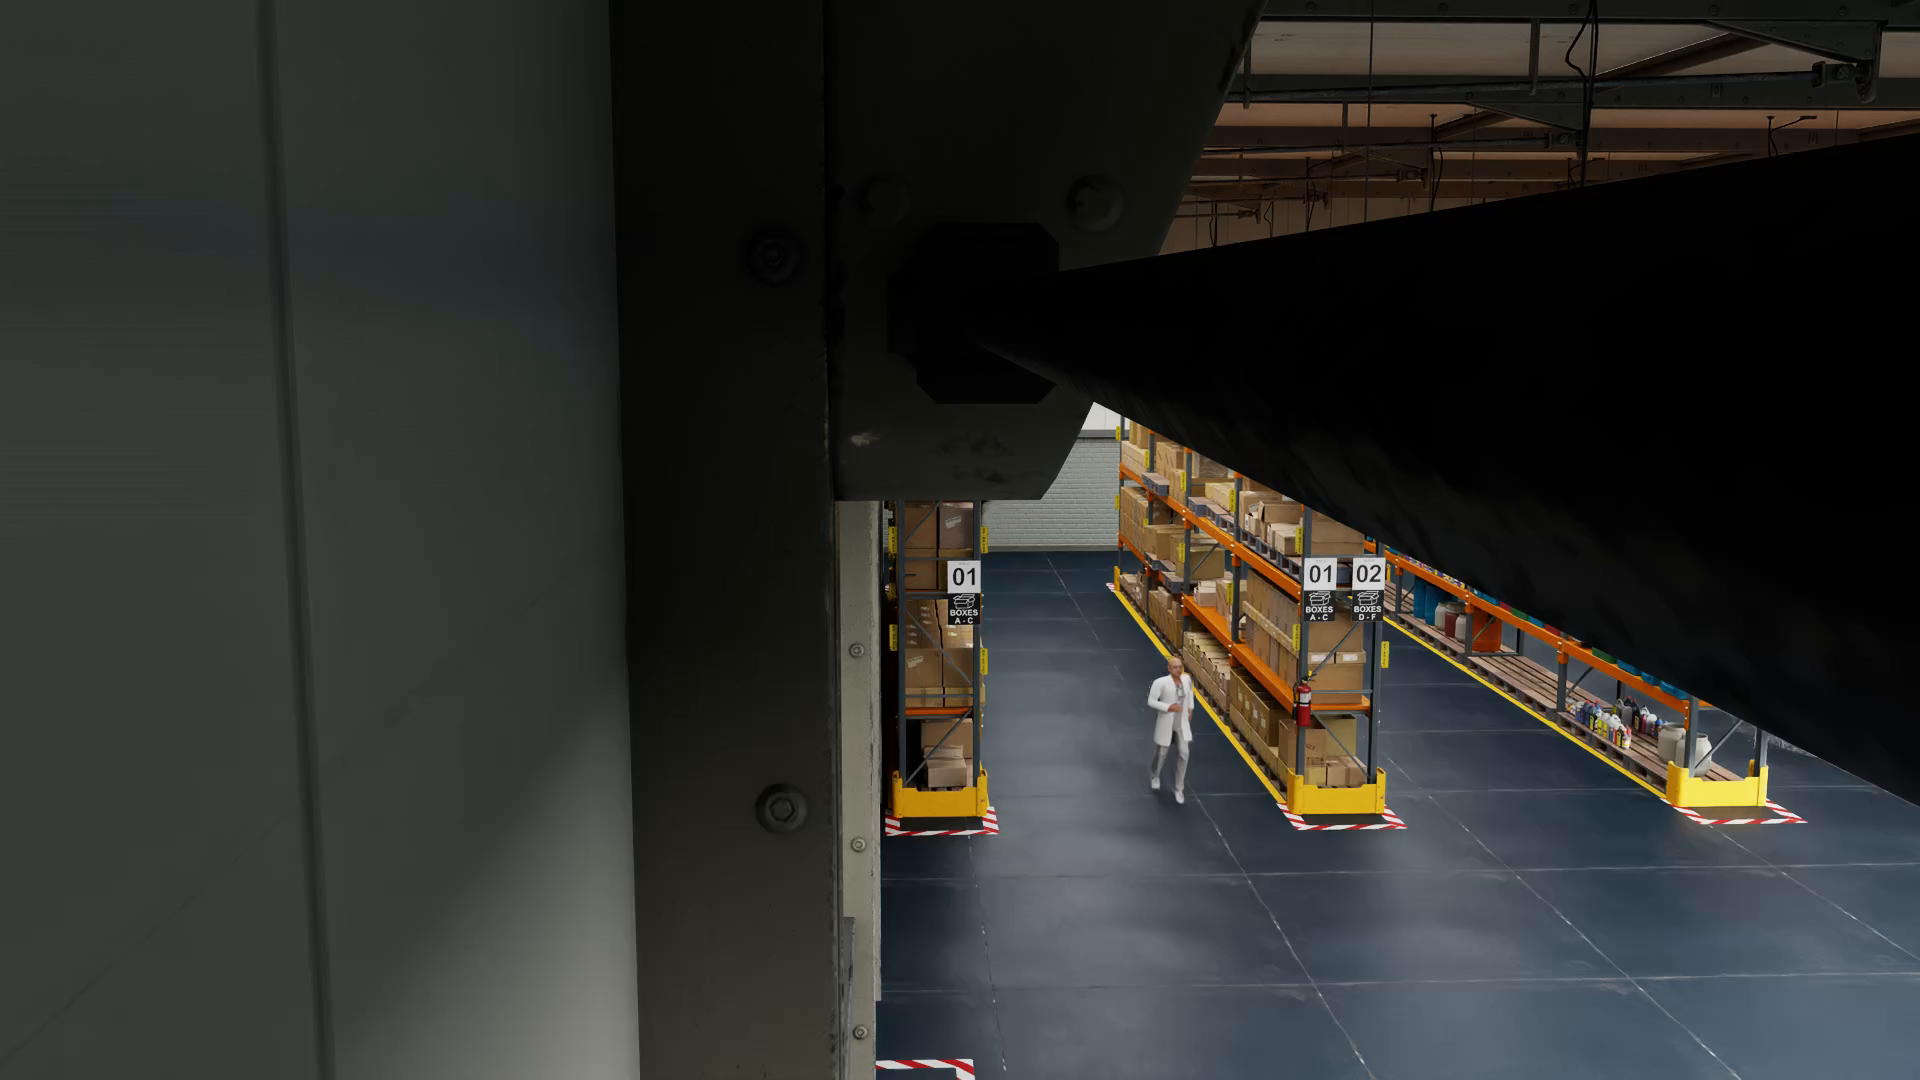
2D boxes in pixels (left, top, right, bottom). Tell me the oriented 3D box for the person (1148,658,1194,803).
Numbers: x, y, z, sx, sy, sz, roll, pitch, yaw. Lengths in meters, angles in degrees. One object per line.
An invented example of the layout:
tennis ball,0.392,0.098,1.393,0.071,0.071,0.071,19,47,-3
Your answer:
person,2.705,2.410,21.321,0.720,1.865,0.846,-2,9,-16
